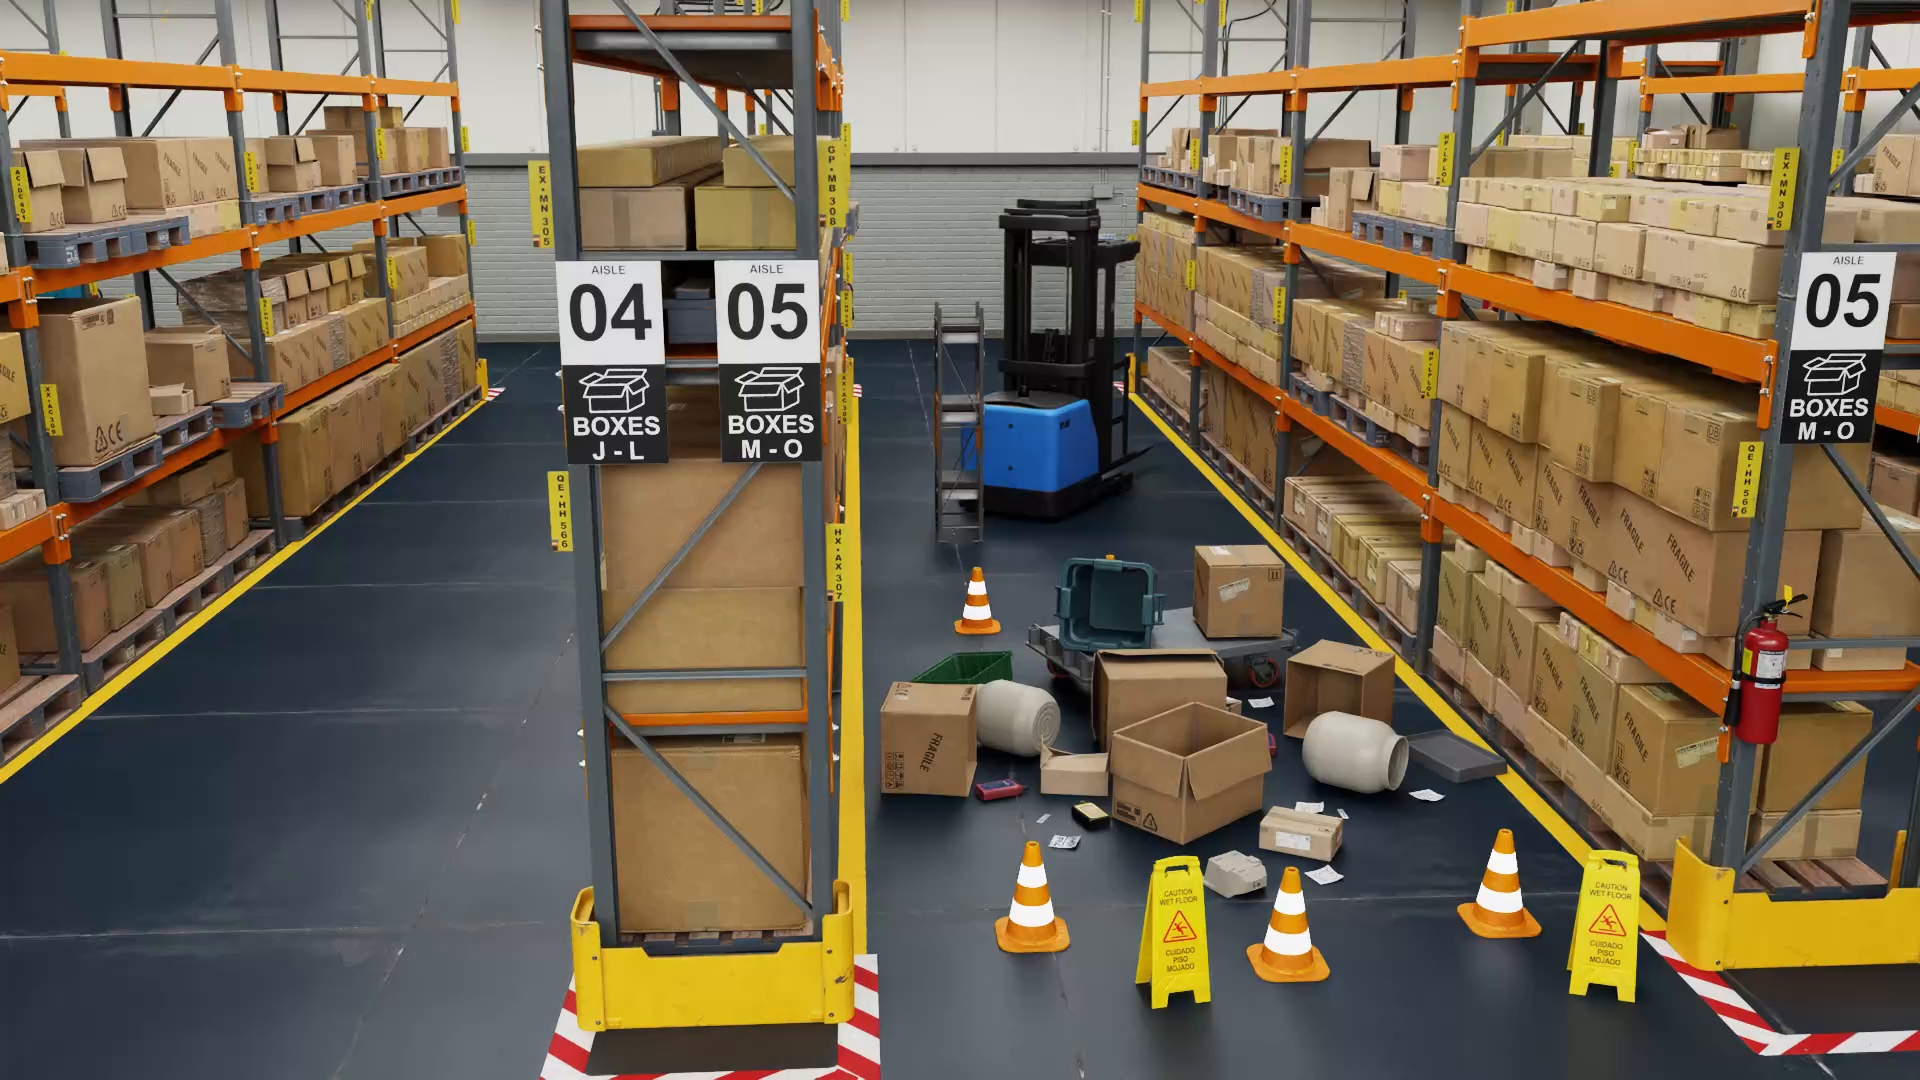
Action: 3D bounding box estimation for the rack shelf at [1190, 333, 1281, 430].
[{"bbox_3d":[3.269,-1.683,16.991,1.077,0.370,4.000,-1,14,-3],"label":"rack shelf"}]

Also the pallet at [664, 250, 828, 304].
[{"bbox_3d":[-1.181,-1.341,8.377,1.003,0.211,1.213,-1,14,-3],"label":"pallet"}]

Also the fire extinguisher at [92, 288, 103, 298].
[{"bbox_3d":[-11.493,-3.121,22.039,0.296,0.674,0.183,-1,14,-3],"label":"fire extinguisher"}]

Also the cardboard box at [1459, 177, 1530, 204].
[{"bbox_3d":[3.335,-2.173,10.336,0.380,0.149,0.250,-1,14,-4],"label":"cardboard box"}]

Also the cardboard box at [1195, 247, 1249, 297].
[{"bbox_3d":[2.886,-2.948,18.255,0.500,0.500,0.500,-1,14,-3],"label":"cardboard box"}]

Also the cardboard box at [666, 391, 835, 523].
[{"bbox_3d":[-1.055,-0.408,8.124,0.875,0.550,0.550,-1,14,-3],"label":"cardboard box"}]

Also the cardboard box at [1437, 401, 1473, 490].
[{"bbox_3d":[3.390,-0.618,10.611,0.500,0.500,0.500,-1,14,-4],"label":"cardboard box"}]

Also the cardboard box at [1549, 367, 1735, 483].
[{"bbox_3d":[3.481,-0.596,8.519,0.700,0.500,0.500,-1,14,-4],"label":"cardboard box"}]

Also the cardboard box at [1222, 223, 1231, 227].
[{"bbox_3d":[3.353,-3.714,19.932,0.380,0.149,0.250,-1,14,-5],"label":"cardboard box"}]

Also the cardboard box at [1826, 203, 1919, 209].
[{"bbox_3d":[4.039,-1.416,7.392,0.380,0.149,0.250,-1,14,-4],"label":"cardboard box"}]

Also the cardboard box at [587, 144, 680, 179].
[{"bbox_3d":[-1.453,-1.681,7.379,0.380,0.149,0.250,-1,14,-2],"label":"cardboard box"}]

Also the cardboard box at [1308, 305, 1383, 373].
[{"bbox_3d":[3.229,-1.685,13.915,0.500,0.500,0.500,0,14,-1],"label":"cardboard box"}]

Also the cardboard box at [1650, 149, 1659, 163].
[{"bbox_3d":[7.768,-4.187,18.124,0.380,0.149,0.250,-1,14,-3],"label":"cardboard box"}]

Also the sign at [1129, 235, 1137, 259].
[{"bbox_3d":[2.343,-3.974,22.556,0.100,0.325,0.005,-1,14,-3],"label":"sign"}]

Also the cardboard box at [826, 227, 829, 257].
[{"bbox_3d":[-0.825,-1.430,8.004,0.380,0.149,0.250,-1,14,-4],"label":"cardboard box"}]

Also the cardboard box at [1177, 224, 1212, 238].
[{"bbox_3d":[2.810,-3.701,19.882,0.380,0.149,0.250,-1,14,-4],"label":"cardboard box"}]

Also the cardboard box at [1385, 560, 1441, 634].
[{"bbox_3d":[3.606,0.400,11.884,0.950,0.372,0.625,-1,14,-3],"label":"cardboard box"}]

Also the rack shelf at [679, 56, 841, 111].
[{"bbox_3d":[-1.417,-3.298,12.033,1.077,0.370,4.000,-1,14,-3],"label":"rack shelf"}]

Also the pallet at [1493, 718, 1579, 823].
[{"bbox_3d":[3.796,1.282,9.621,1.003,0.211,1.213,-1,14,-3],"label":"pallet"}]

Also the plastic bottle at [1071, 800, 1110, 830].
[{"bbox_3d":[0.699,1.495,9.092,0.133,0.061,0.283,-6,16,-23],"label":"plastic bottle"}]

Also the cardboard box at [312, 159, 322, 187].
[{"bbox_3d":[-6.768,-3.714,16.760,0.500,0.311,0.500,-1,14,-5],"label":"cardboard box"}]

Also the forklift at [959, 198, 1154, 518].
[{"bbox_3d":[1.121,-1.947,16.713,1.130,2.935,3.031,7,16,27],"label":"forklift"}]

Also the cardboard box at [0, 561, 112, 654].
[{"bbox_3d":[-6.267,0.458,11.359,0.700,0.500,0.500,-2,15,-8],"label":"cardboard box"}]

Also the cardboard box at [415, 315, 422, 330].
[{"bbox_3d":[-6.483,-2.529,19.340,0.380,0.149,0.250,-1,14,-5],"label":"cardboard box"}]

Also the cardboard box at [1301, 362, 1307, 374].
[{"bbox_3d":[3.228,-1.532,14.622,0.380,0.149,0.250,-2,15,-7],"label":"cardboard box"}]

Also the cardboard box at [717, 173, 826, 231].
[{"bbox_3d":[-0.884,-1.594,7.844,0.500,0.250,0.500,-1,14,-4],"label":"cardboard box"}]

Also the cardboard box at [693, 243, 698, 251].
[{"bbox_3d":[-1.498,-1.482,8.209,0.380,0.149,0.250,-1,14,-3],"label":"cardboard box"}]

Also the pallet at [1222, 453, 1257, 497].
[{"bbox_3d":[3.347,-0.683,17.259,1.003,0.211,1.213,-1,14,-3],"label":"pallet"}]

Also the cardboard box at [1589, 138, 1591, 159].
[{"bbox_3d":[7.787,-4.620,19.645,0.500,0.250,0.500,-1,14,-4],"label":"cardboard box"}]

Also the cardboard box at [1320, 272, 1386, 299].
[{"bbox_3d":[3.607,-2.193,15.323,0.500,0.500,0.500,-1,14,-5],"label":"cardboard box"}]

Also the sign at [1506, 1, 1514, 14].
[{"bbox_3d":[7.310,-6.989,22.097,0.100,0.325,0.005,-1,14,-3],"label":"sign"}]

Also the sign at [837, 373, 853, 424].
[{"bbox_3d":[-0.739,-0.904,10.625,0.100,0.325,0.005,-1,14,-3],"label":"sign"}]

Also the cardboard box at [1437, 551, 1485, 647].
[{"bbox_3d":[3.408,0.377,10.713,0.500,0.500,0.500,0,14,-1],"label":"cardboard box"}]

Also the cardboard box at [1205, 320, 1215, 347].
[{"bbox_3d":[2.943,-2.214,17.912,0.500,0.250,0.500,-1,14,-5],"label":"cardboard box"}]

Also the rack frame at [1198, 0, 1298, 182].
[{"bbox_3d":[3.145,-5.434,18.087,1.000,3.000,0.127,-1,14,-3],"label":"rack frame"}]

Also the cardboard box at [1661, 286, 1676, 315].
[{"bbox_3d":[3.608,-1.152,7.968,0.380,0.149,0.250,-1,14,-3],"label":"cardboard box"}]

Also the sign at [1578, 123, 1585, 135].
[{"bbox_3d":[8.407,-5.486,22.533,0.100,0.325,0.005,-1,14,-3],"label":"sign"}]

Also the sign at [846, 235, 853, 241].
[{"bbox_3d":[-1.482,-4.139,22.137,0.100,0.325,0.005,-1,14,-3],"label":"sign"}]

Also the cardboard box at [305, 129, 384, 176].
[{"bbox_3d":[-6.854,-4.322,18.542,0.700,0.500,0.500,-2,15,-7],"label":"cardboard box"}]

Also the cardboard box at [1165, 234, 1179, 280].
[{"bbox_3d":[2.776,-3.427,20.120,0.500,0.500,0.500,-1,14,-3],"label":"cardboard box"}]

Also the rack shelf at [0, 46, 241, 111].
[{"bbox_3d":[-6.374,-3.247,11.833,1.077,0.370,4.000,-1,14,-3],"label":"rack shelf"}]

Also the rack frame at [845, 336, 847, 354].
[{"bbox_3d":[-2.037,-3.422,22.307,1.000,3.000,0.127,-1,14,-3],"label":"rack frame"}]

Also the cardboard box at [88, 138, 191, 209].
[{"bbox_3d":[-6.161,-2.759,12.505,0.500,0.500,0.500,-1,14,-2],"label":"cardboard box"}]

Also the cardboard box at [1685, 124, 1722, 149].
[{"bbox_3d":[8.187,-4.459,18.349,0.396,0.266,0.258,-1,14,-4],"label":"cardboard box"}]

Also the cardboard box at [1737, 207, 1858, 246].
[{"bbox_3d":[3.573,-1.341,7.103,0.380,0.149,0.250,-1,14,-3],"label":"cardboard box"}]

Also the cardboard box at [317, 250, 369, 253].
[{"bbox_3d":[-7.068,-3.045,19.041,0.500,0.500,0.500,-1,14,-3],"label":"cardboard box"}]

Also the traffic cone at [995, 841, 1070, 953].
[{"bbox_3d":[0.339,1.632,7.756,0.336,0.463,0.334,-1,14,-3],"label":"traffic cone"}]

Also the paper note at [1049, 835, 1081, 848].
[{"bbox_3d":[0.554,1.590,8.789,0.144,0.017,0.142,4,15,16],"label":"paper note"}]

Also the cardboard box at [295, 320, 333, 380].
[{"bbox_3d":[-6.326,-1.810,15.841,0.500,0.500,0.500,-1,14,-4],"label":"cardboard box"}]

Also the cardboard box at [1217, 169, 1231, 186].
[{"bbox_3d":[2.874,-3.752,17.194,0.380,0.166,0.250,-2,15,-7],"label":"cardboard box"}]

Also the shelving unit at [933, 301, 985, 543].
[{"bbox_3d":[-0.010,-1.058,14.925,0.431,2.100,0.503,-1,14,-3],"label":"shelving unit"}]

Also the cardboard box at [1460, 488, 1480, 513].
[{"bbox_3d":[3.408,-0.272,10.569,0.380,0.149,0.250,0,14,-2],"label":"cardboard box"}]

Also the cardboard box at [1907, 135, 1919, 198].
[{"bbox_3d":[8.280,-3.057,13.623,0.700,0.500,0.500,-1,14,-5],"label":"cardboard box"}]

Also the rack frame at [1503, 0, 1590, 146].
[{"bbox_3d":[7.851,-6.507,22.255,1.000,3.000,0.127,-1,14,-3],"label":"rack frame"}]

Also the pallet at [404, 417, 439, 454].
[{"bbox_3d":[-6.715,-1.216,19.328,1.003,0.211,1.213,-1,14,-3],"label":"pallet"}]
